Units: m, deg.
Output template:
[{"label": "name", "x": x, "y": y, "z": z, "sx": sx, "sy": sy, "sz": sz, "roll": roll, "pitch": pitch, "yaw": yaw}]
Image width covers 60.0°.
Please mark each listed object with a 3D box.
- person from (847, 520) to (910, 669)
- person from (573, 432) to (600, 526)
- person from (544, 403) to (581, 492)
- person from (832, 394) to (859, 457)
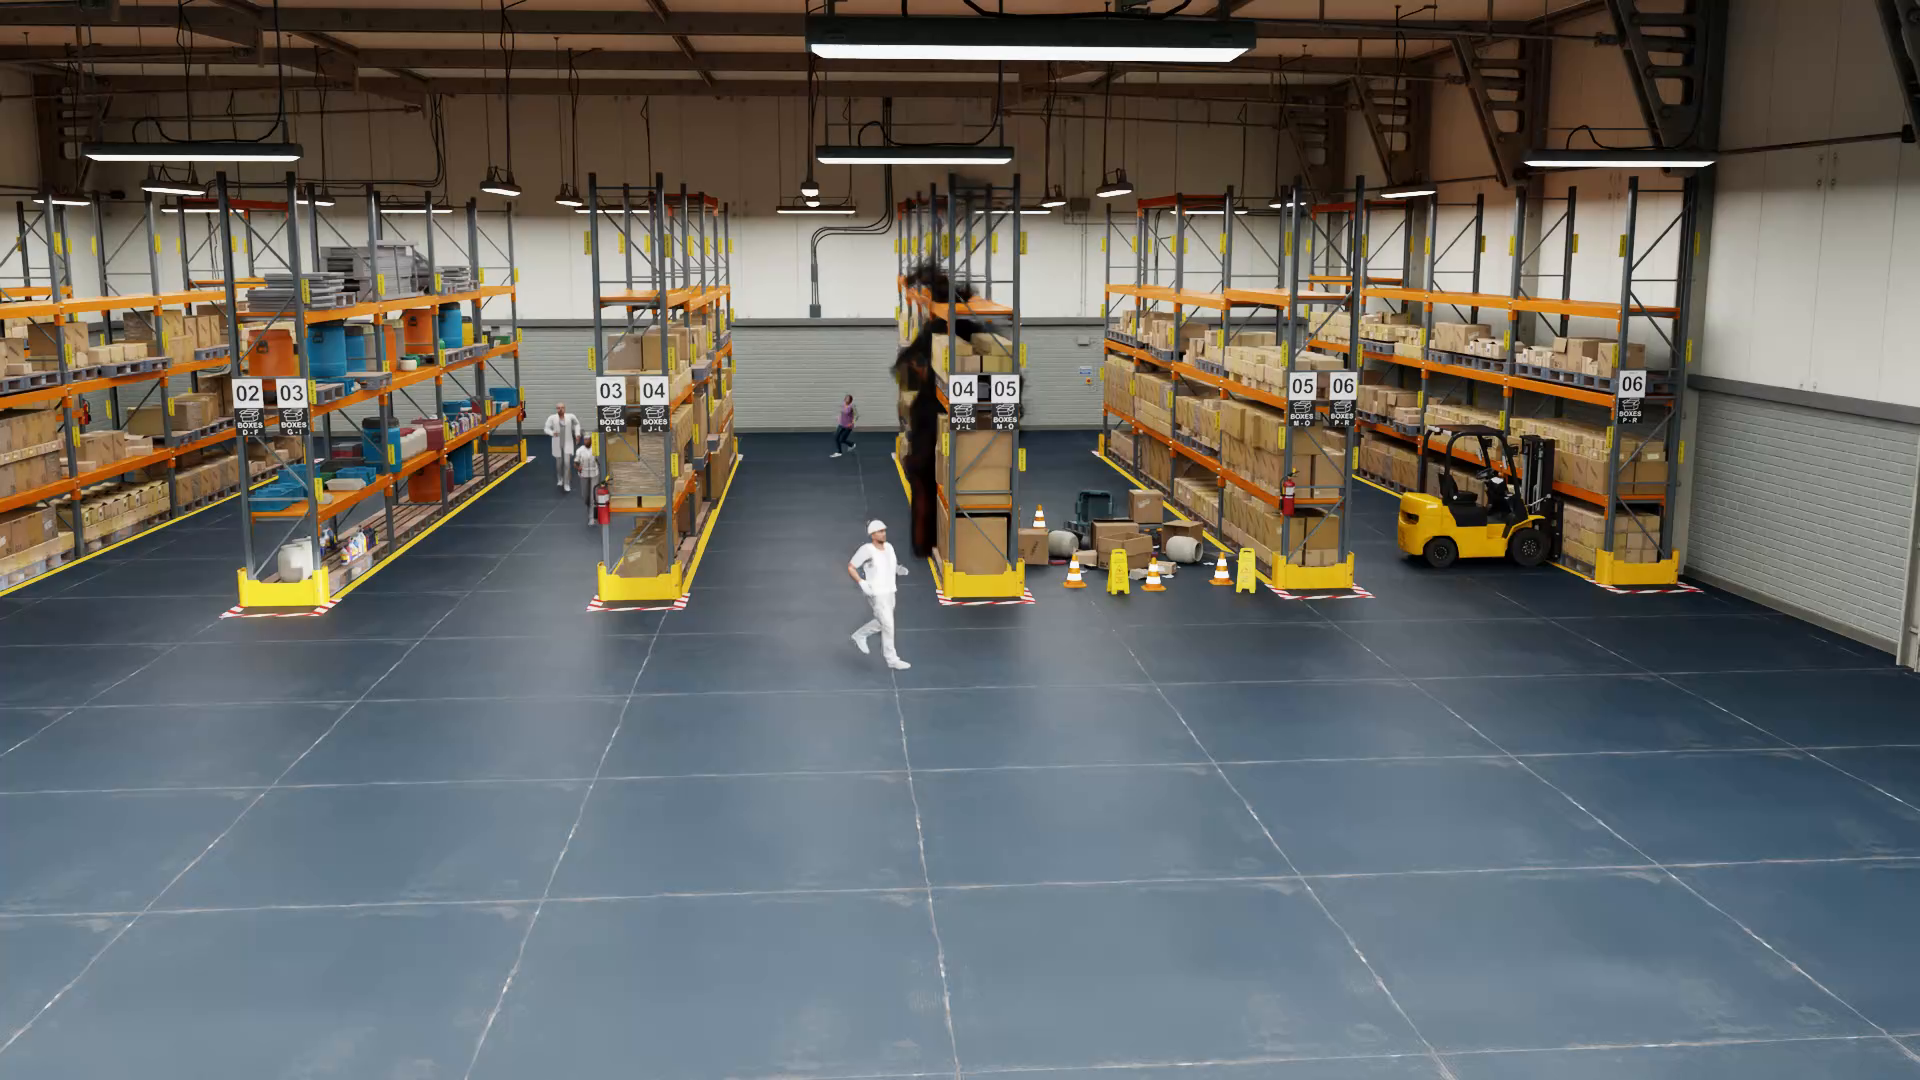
[{"label": "person", "x": -0.973, "y": 0.637, "z": 19.963, "sx": 0.955, "sy": 1.764, "sz": 0.696, "roll": 7, "pitch": 12, "yaw": 34}, {"label": "person", "x": -6.767, "y": -1.145, "z": 30.422, "sx": 0.579, "sy": 1.696, "sz": 0.859, "roll": -2, "pitch": 10, "yaw": -10}, {"label": "person", "x": -8.275, "y": -1.952, "z": 34.663, "sx": 0.734, "sy": 1.839, "sz": 0.912, "roll": -2, "pitch": 10, "yaw": -11}, {"label": "person", "x": -2.675, "y": -2.740, "z": 39.975, "sx": 0.627, "sy": 1.511, "sz": 0.616, "roll": 9, "pitch": 13, "yaw": 40}]
